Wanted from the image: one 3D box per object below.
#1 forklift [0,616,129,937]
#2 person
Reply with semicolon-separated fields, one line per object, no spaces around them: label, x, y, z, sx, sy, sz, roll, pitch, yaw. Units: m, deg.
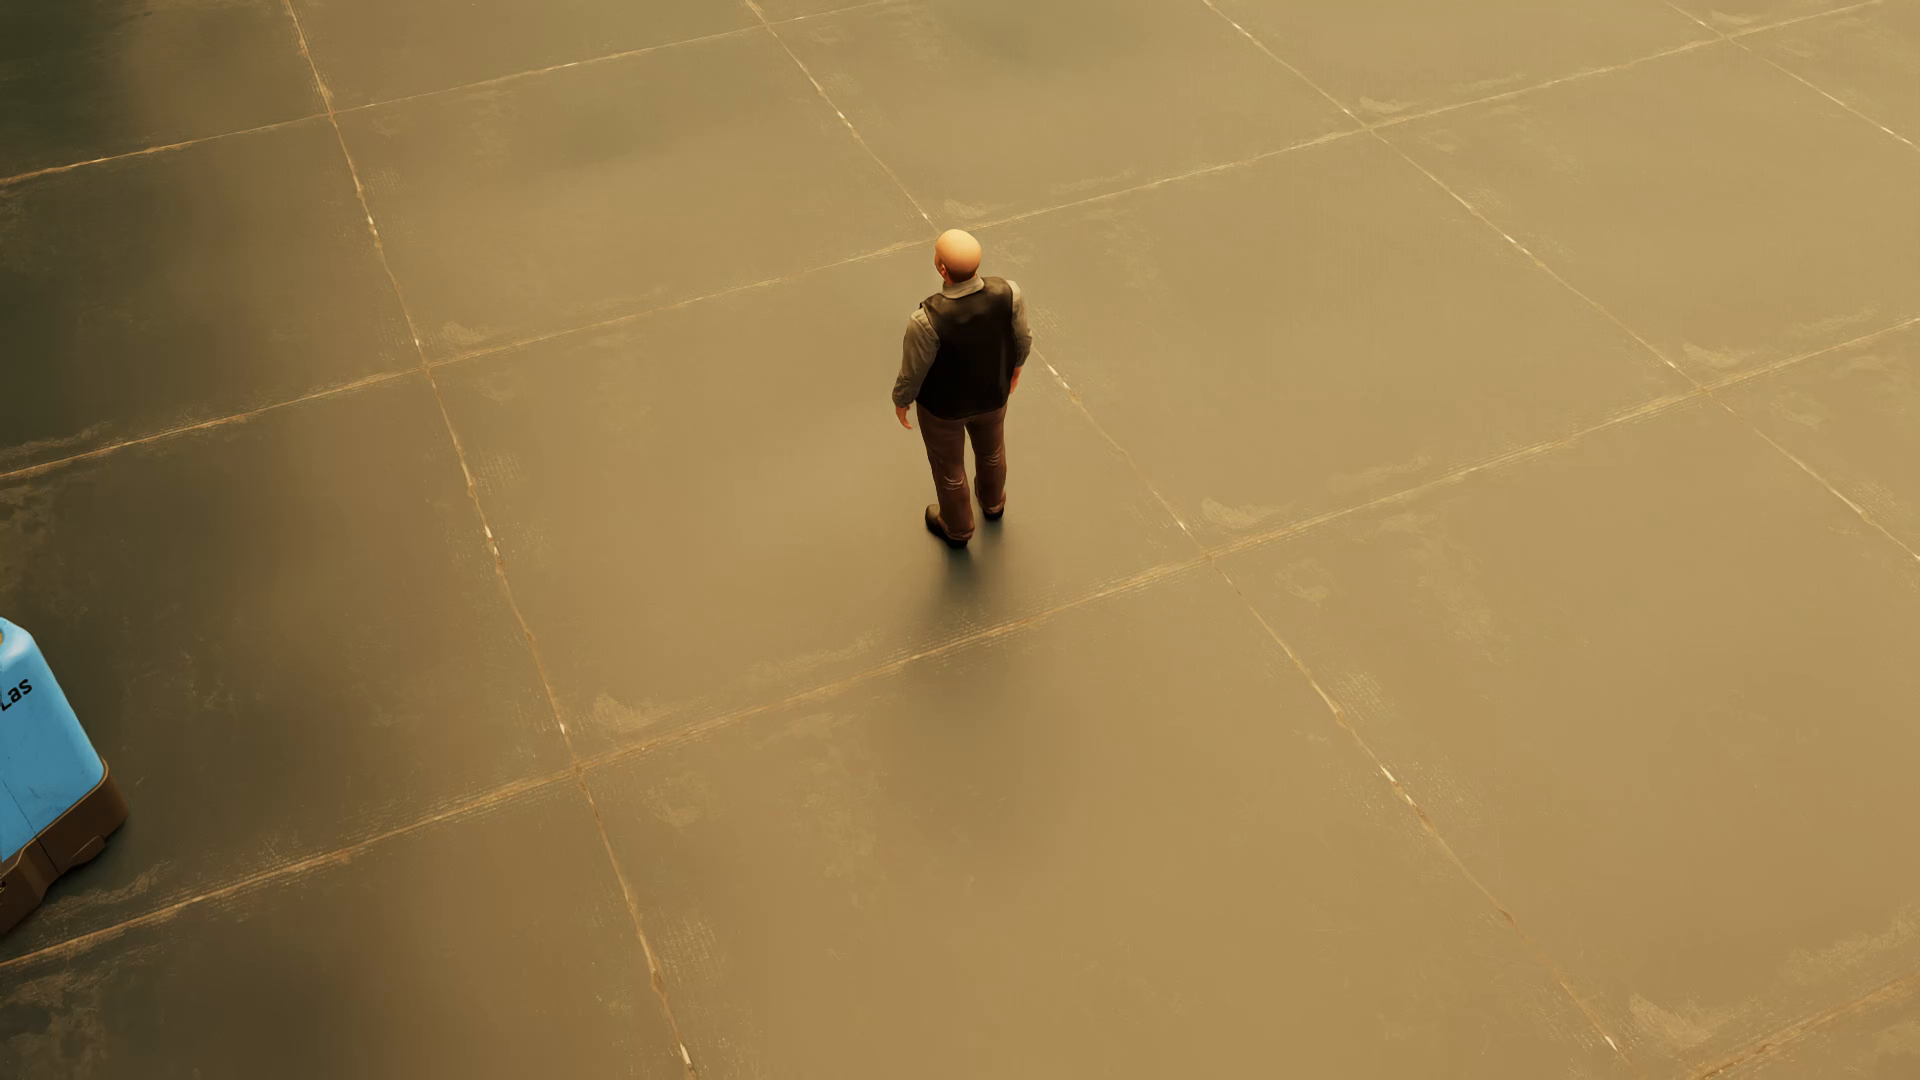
forklift;-4.457;0.755;4.871;1.130;2.935;3.031;22;47;22
person;-0.019;-0.675;7.279;0.632;1.720;0.568;-18;46;-18
